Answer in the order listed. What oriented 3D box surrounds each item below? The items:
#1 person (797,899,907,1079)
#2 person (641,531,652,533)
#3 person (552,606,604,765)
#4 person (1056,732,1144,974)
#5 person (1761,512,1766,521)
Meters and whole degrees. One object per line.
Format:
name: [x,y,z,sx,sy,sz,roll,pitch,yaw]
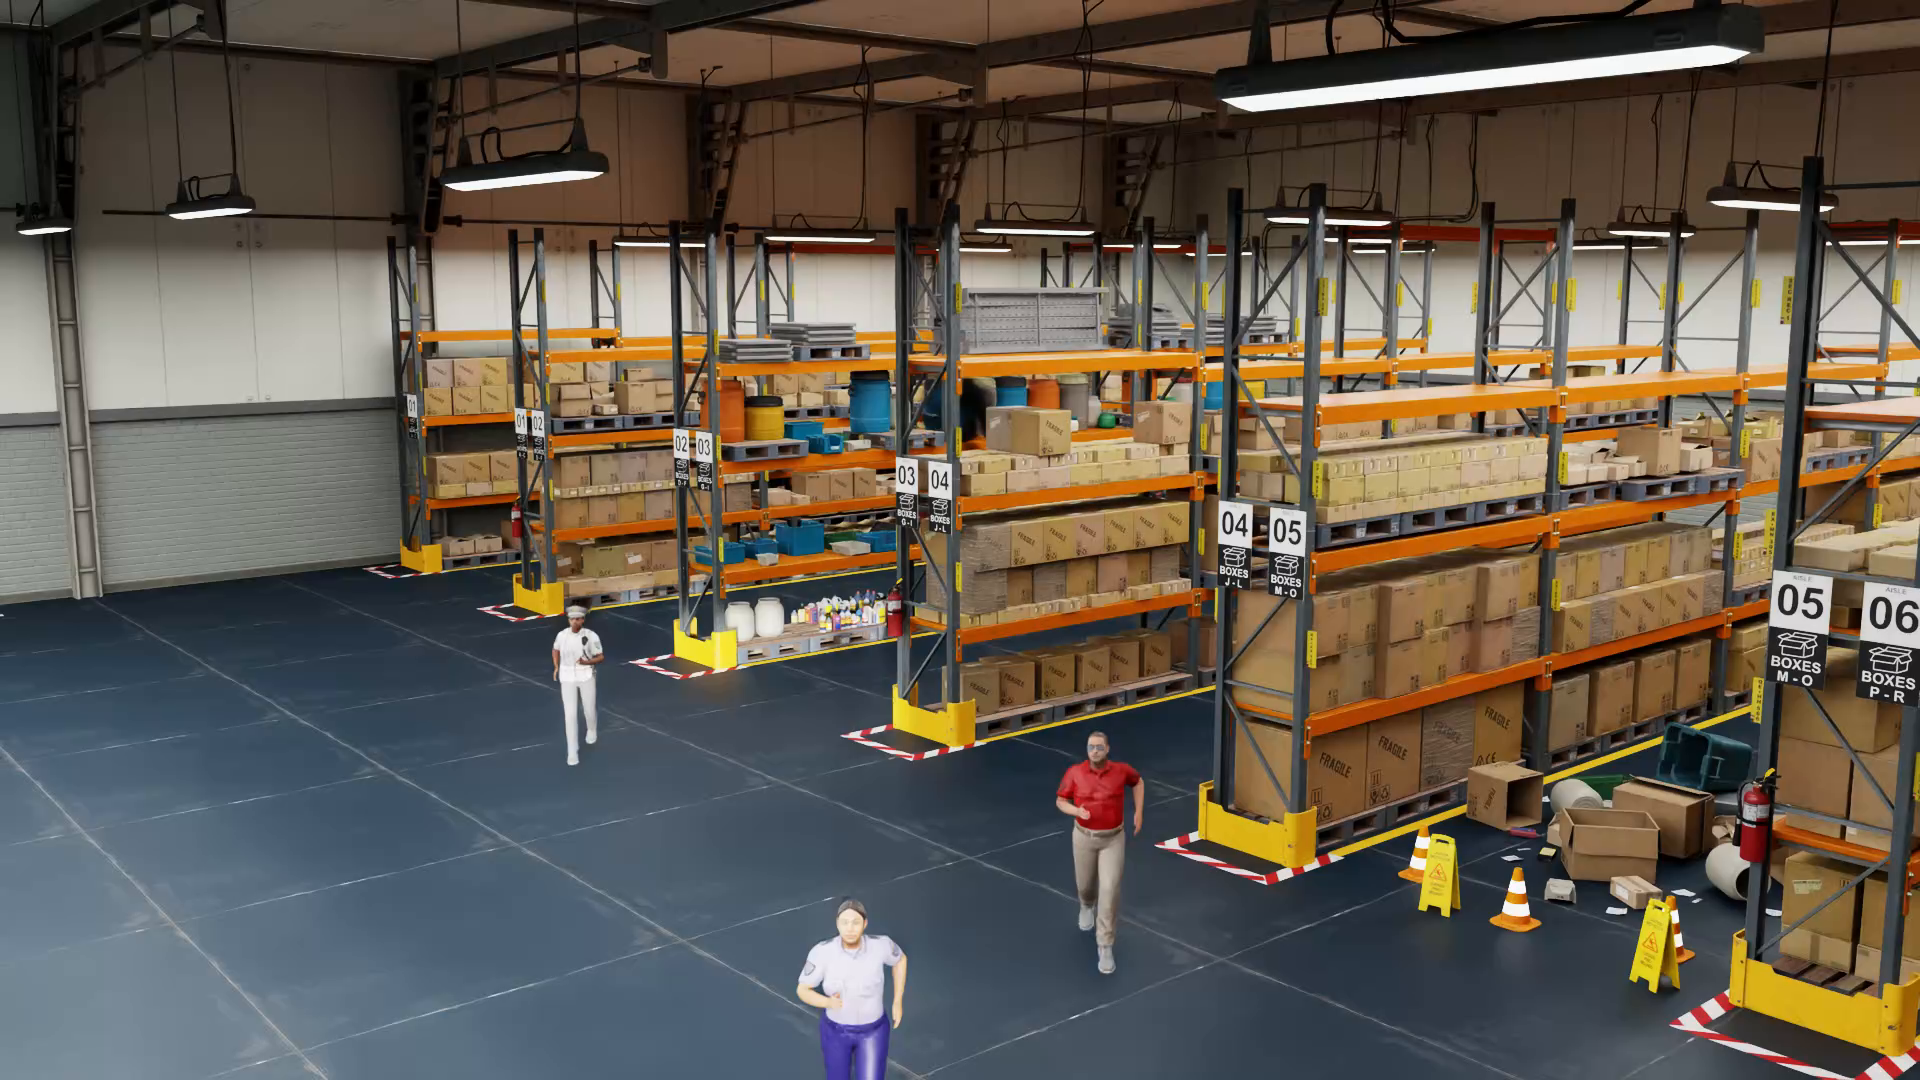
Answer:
person: [-0.623,2.876,9.653,0.624,1.677,0.874,0,9,0]
person: [-5.548,-0.187,29.903,0.565,1.547,0.534,-8,12,-40]
person: [-4.181,1.532,18.203,0.581,1.678,0.914,-1,9,-7]
person: [1.076,2.340,12.885,0.671,1.715,1.036,1,9,8]
person: [12.339,0.427,25.362,0.945,1.756,0.666,-6,11,-35]
